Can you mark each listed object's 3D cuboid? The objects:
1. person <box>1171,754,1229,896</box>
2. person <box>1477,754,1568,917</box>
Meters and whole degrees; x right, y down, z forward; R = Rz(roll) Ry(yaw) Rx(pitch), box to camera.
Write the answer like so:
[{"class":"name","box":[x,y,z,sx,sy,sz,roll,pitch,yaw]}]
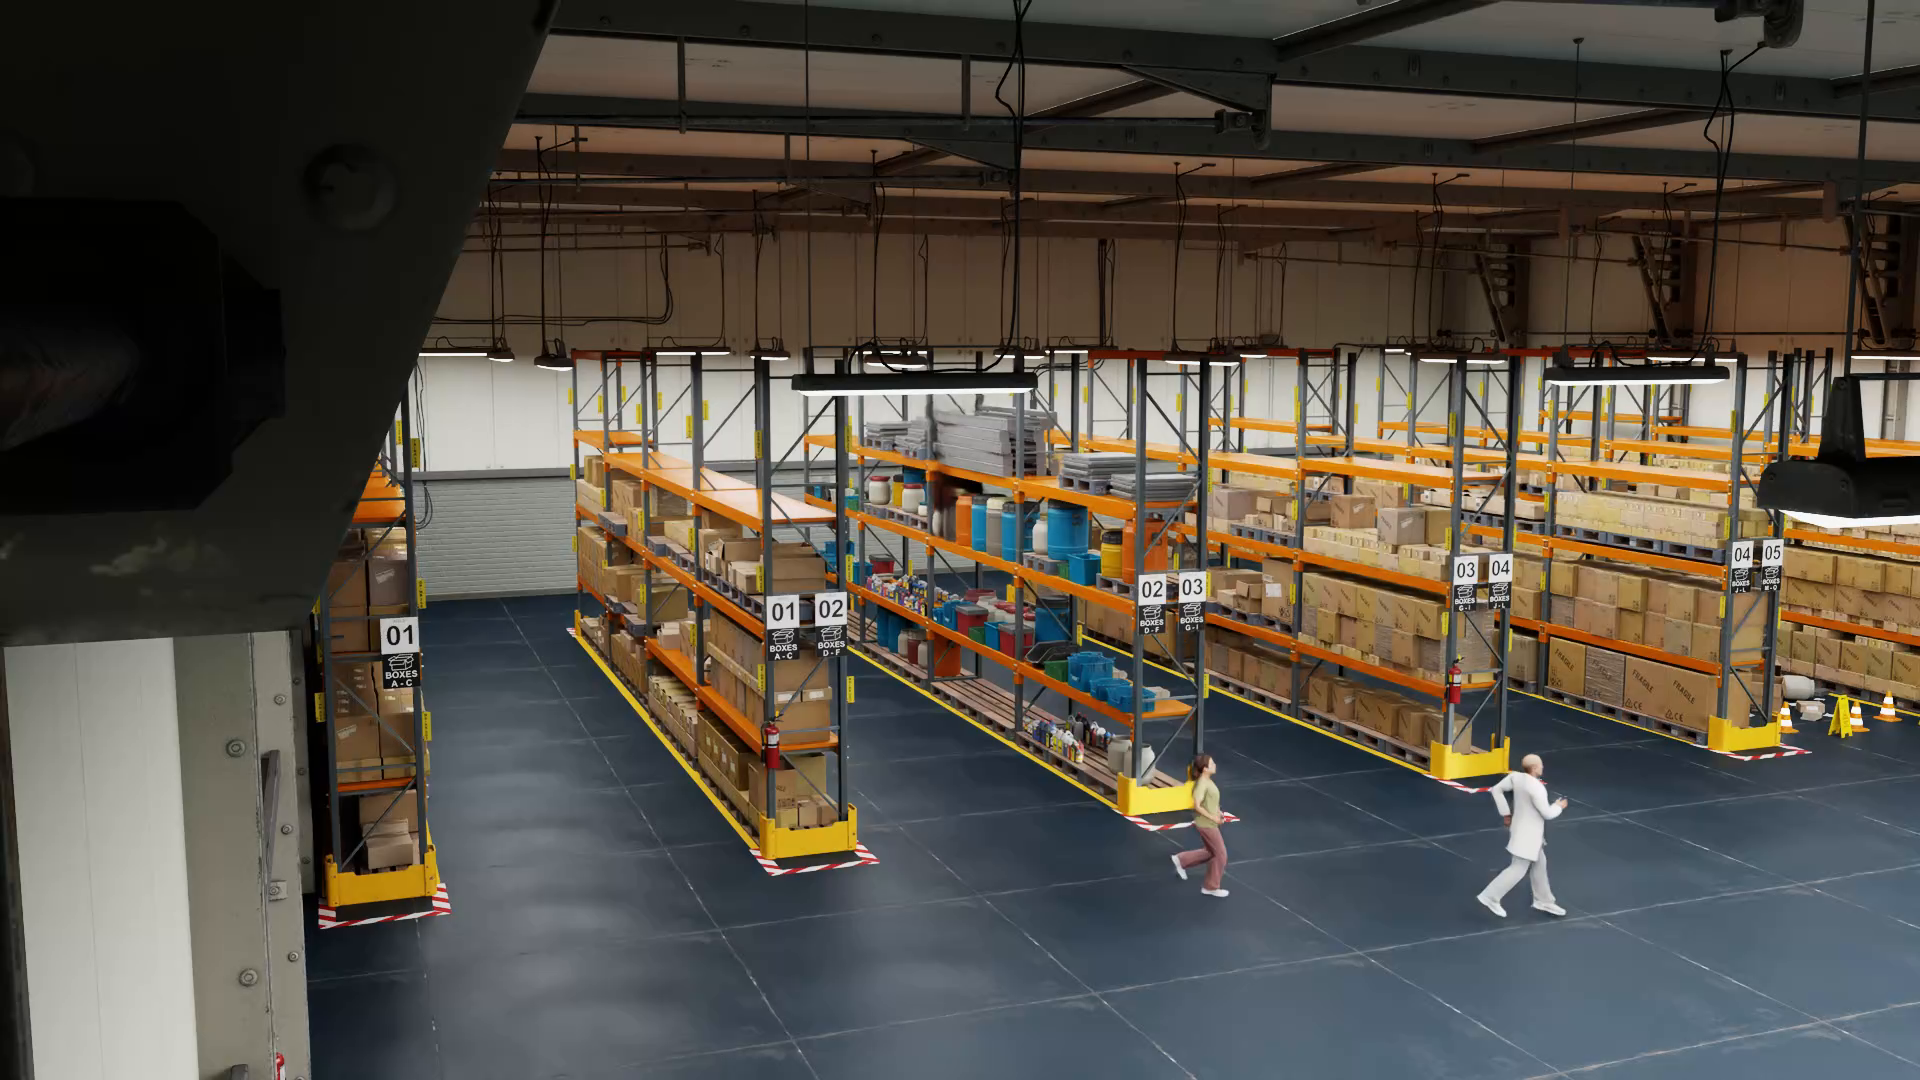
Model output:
[{"class":"person","box":[2.717,3.212,18.736,0.648,1.637,0.581,1,7,6]},{"class":"person","box":[6.091,3.244,17.950,1.033,1.700,0.690,0,7,-4]}]
